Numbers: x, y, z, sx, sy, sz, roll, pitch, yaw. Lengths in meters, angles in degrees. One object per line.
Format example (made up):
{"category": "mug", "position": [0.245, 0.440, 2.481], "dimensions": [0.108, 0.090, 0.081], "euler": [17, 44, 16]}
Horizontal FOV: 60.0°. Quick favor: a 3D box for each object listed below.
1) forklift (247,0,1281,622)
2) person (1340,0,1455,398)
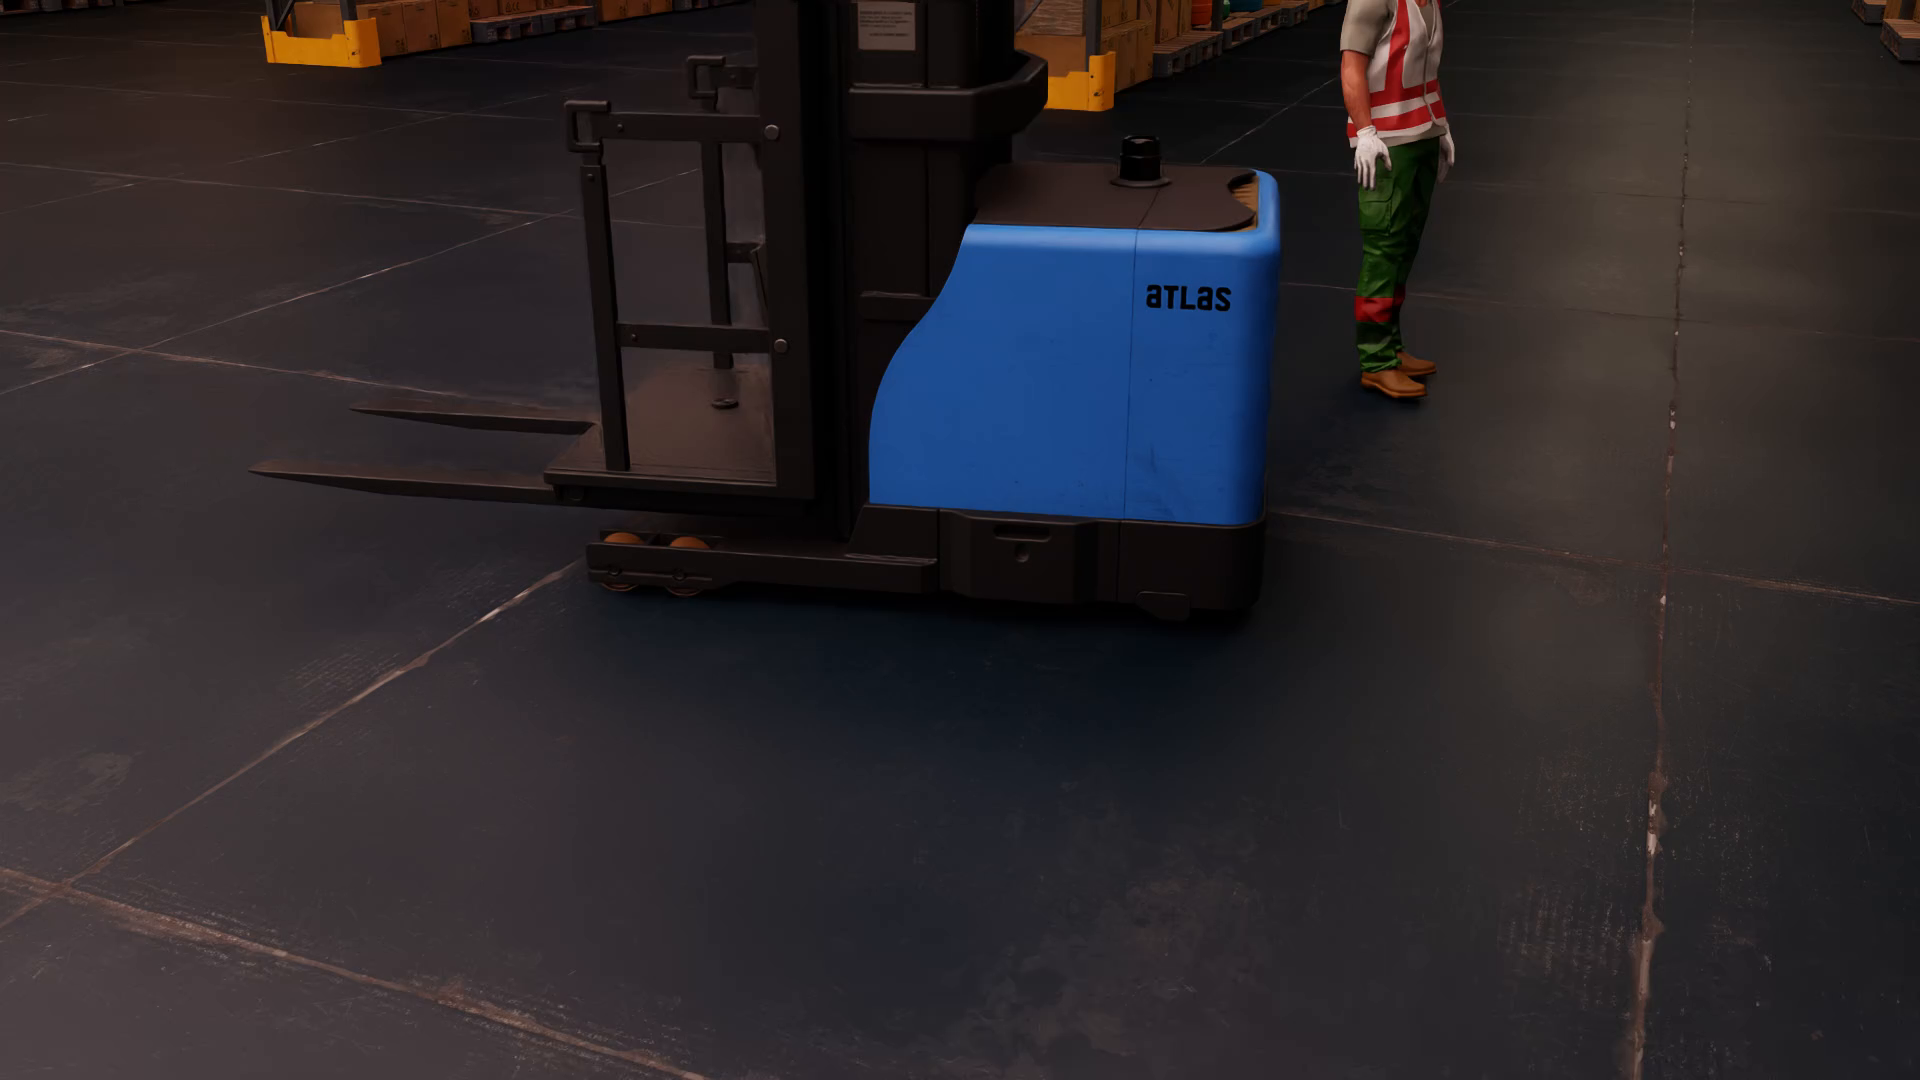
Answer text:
{"category": "forklift", "position": [-0.607, -1.388, 4.612], "dimensions": [3.031, 2.935, 1.130], "euler": [4, 23, 9]}
{"category": "person", "position": [1.733, -1.489, 6.318], "dimensions": [0.565, 1.787, 0.638], "euler": [20, 30, 39]}
